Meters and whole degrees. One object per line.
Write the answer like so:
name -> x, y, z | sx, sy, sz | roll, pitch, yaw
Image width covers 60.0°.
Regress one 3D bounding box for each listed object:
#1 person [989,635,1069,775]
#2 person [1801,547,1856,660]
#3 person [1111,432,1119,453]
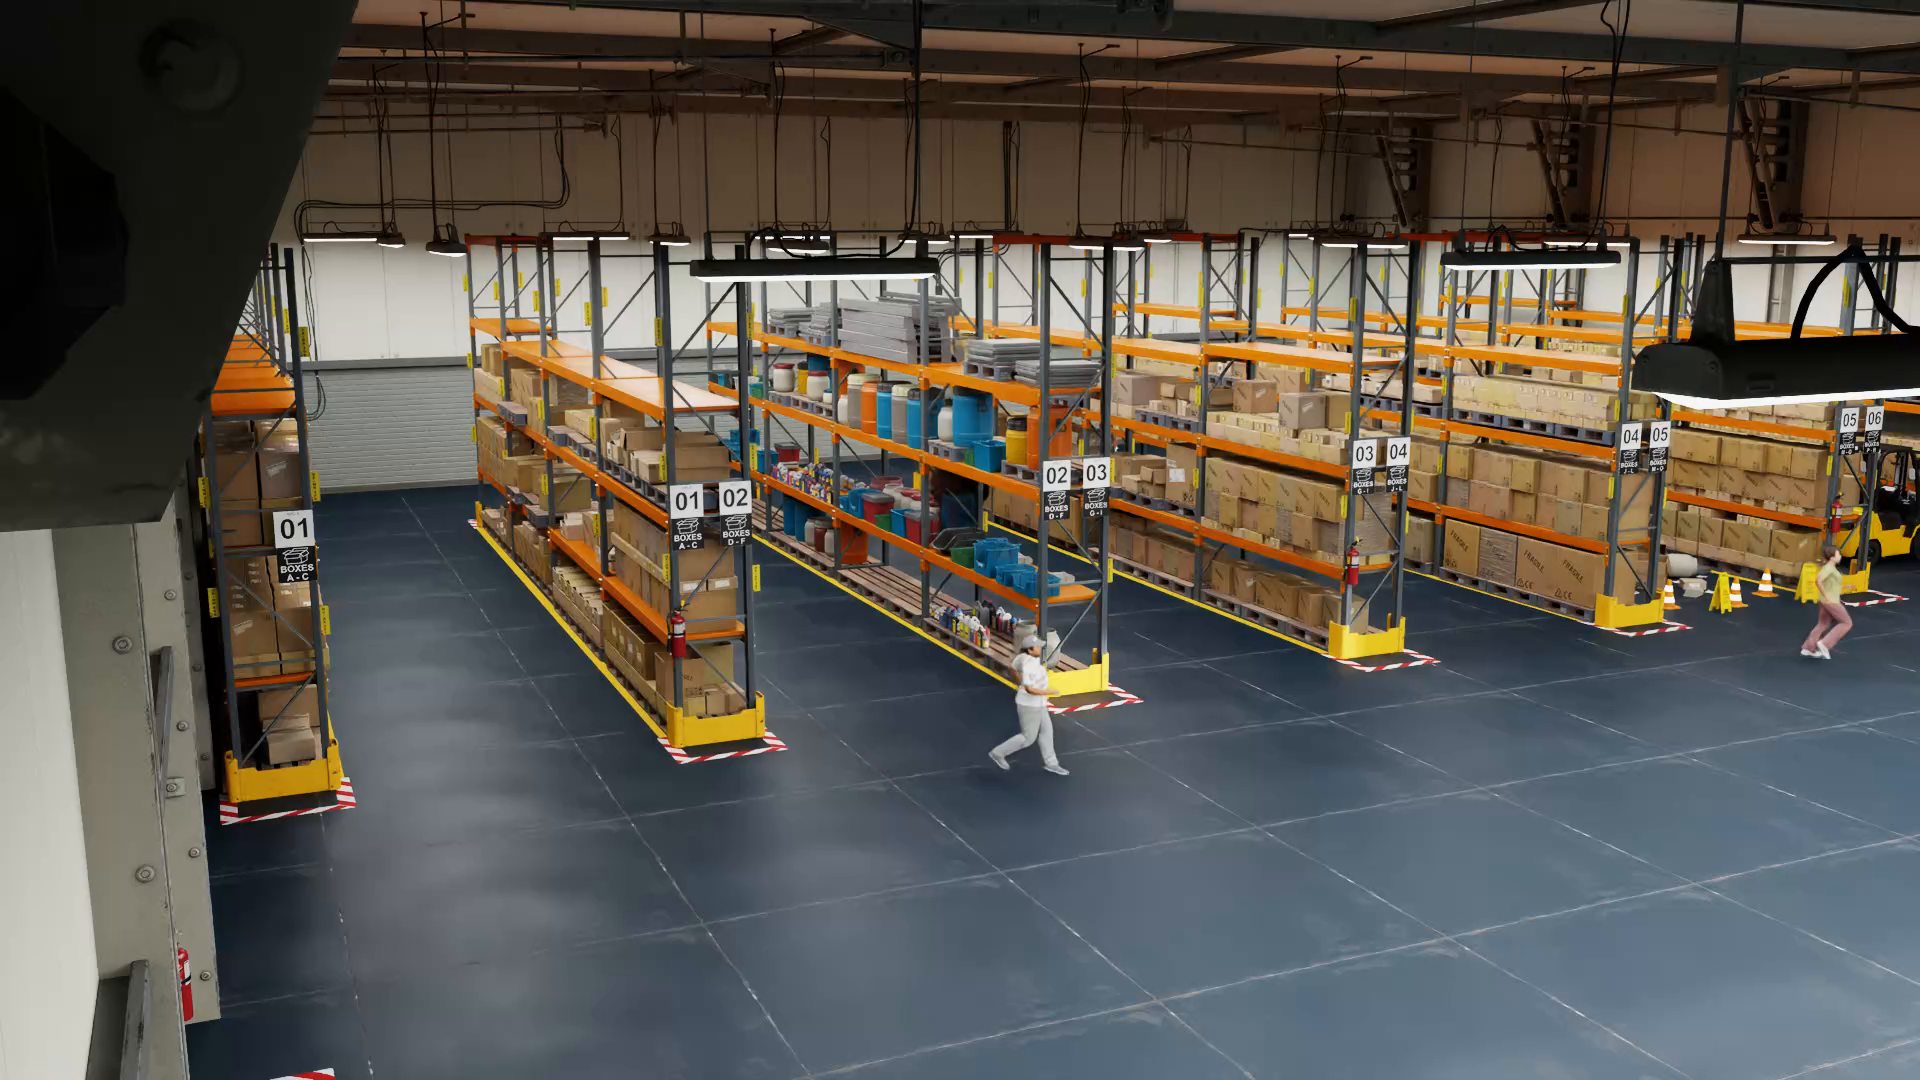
person -> 0.796, 1.901, 19.005 | 0.931, 1.676, 0.619 | 0, 11, 2
person -> 12.583, 0.909, 24.037 | 0.645, 1.645, 0.560 | 3, 11, 15
person -> 3.292, -1.829, 37.862 | 0.674, 1.832, 0.927 | -3, 11, -14
